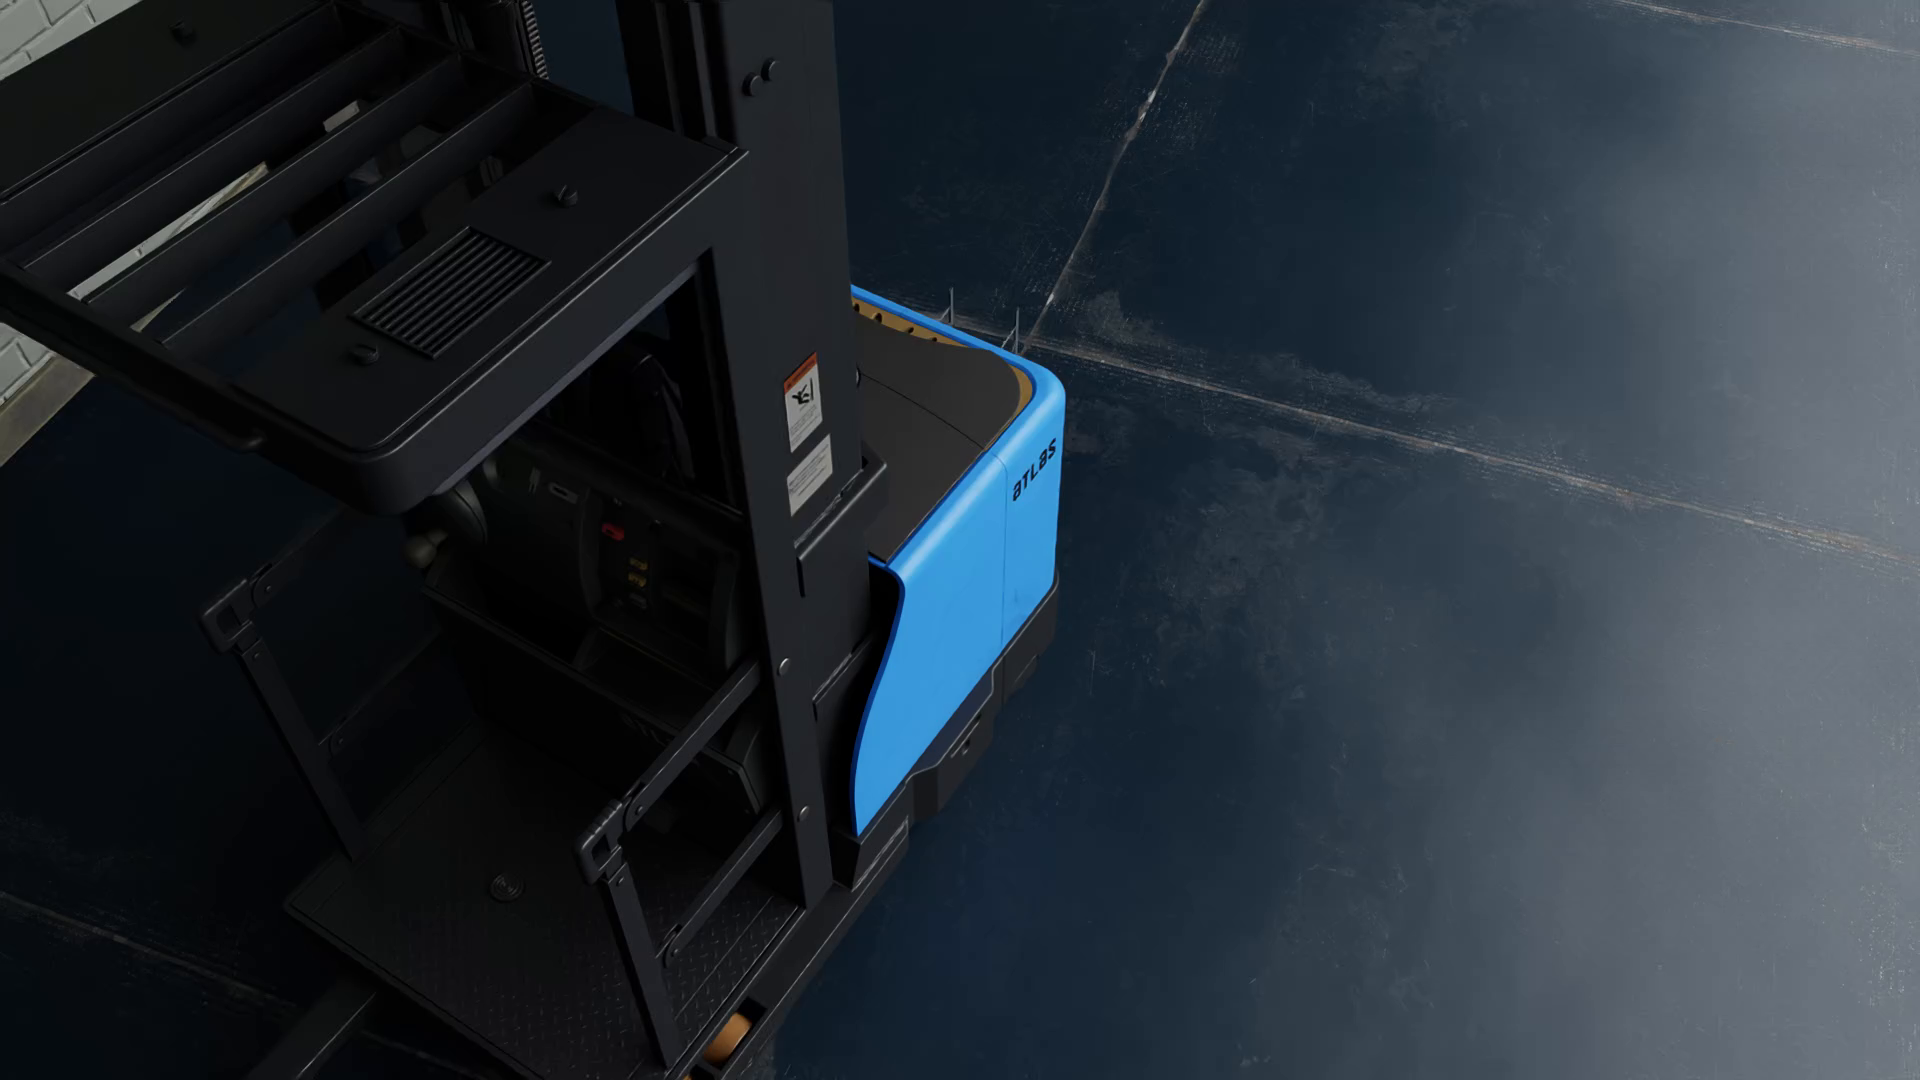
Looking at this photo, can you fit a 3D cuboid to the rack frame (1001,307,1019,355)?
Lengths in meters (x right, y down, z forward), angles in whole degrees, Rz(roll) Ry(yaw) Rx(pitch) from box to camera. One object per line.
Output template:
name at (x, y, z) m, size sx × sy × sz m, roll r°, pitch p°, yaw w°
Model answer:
rack frame at (0.109, -0.271, 4.889) m, size 0.006 × 0.900 × 0.240 m, roll 20°, pitch 52°, yaw 16°

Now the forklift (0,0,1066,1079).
forklift at (-0.933, 0.074, 3.246) m, size 1.130 × 2.935 × 3.031 m, roll 26°, pitch 54°, yaw 21°

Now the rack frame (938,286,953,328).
rack frame at (-0.074, -0.337, 4.946) m, size 0.006 × 0.900 × 0.240 m, roll 20°, pitch 52°, yaw 16°

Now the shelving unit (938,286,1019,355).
shelving unit at (0.017, -0.304, 4.917) m, size 0.210 × 0.900 × 0.258 m, roll 20°, pitch 52°, yaw 16°
